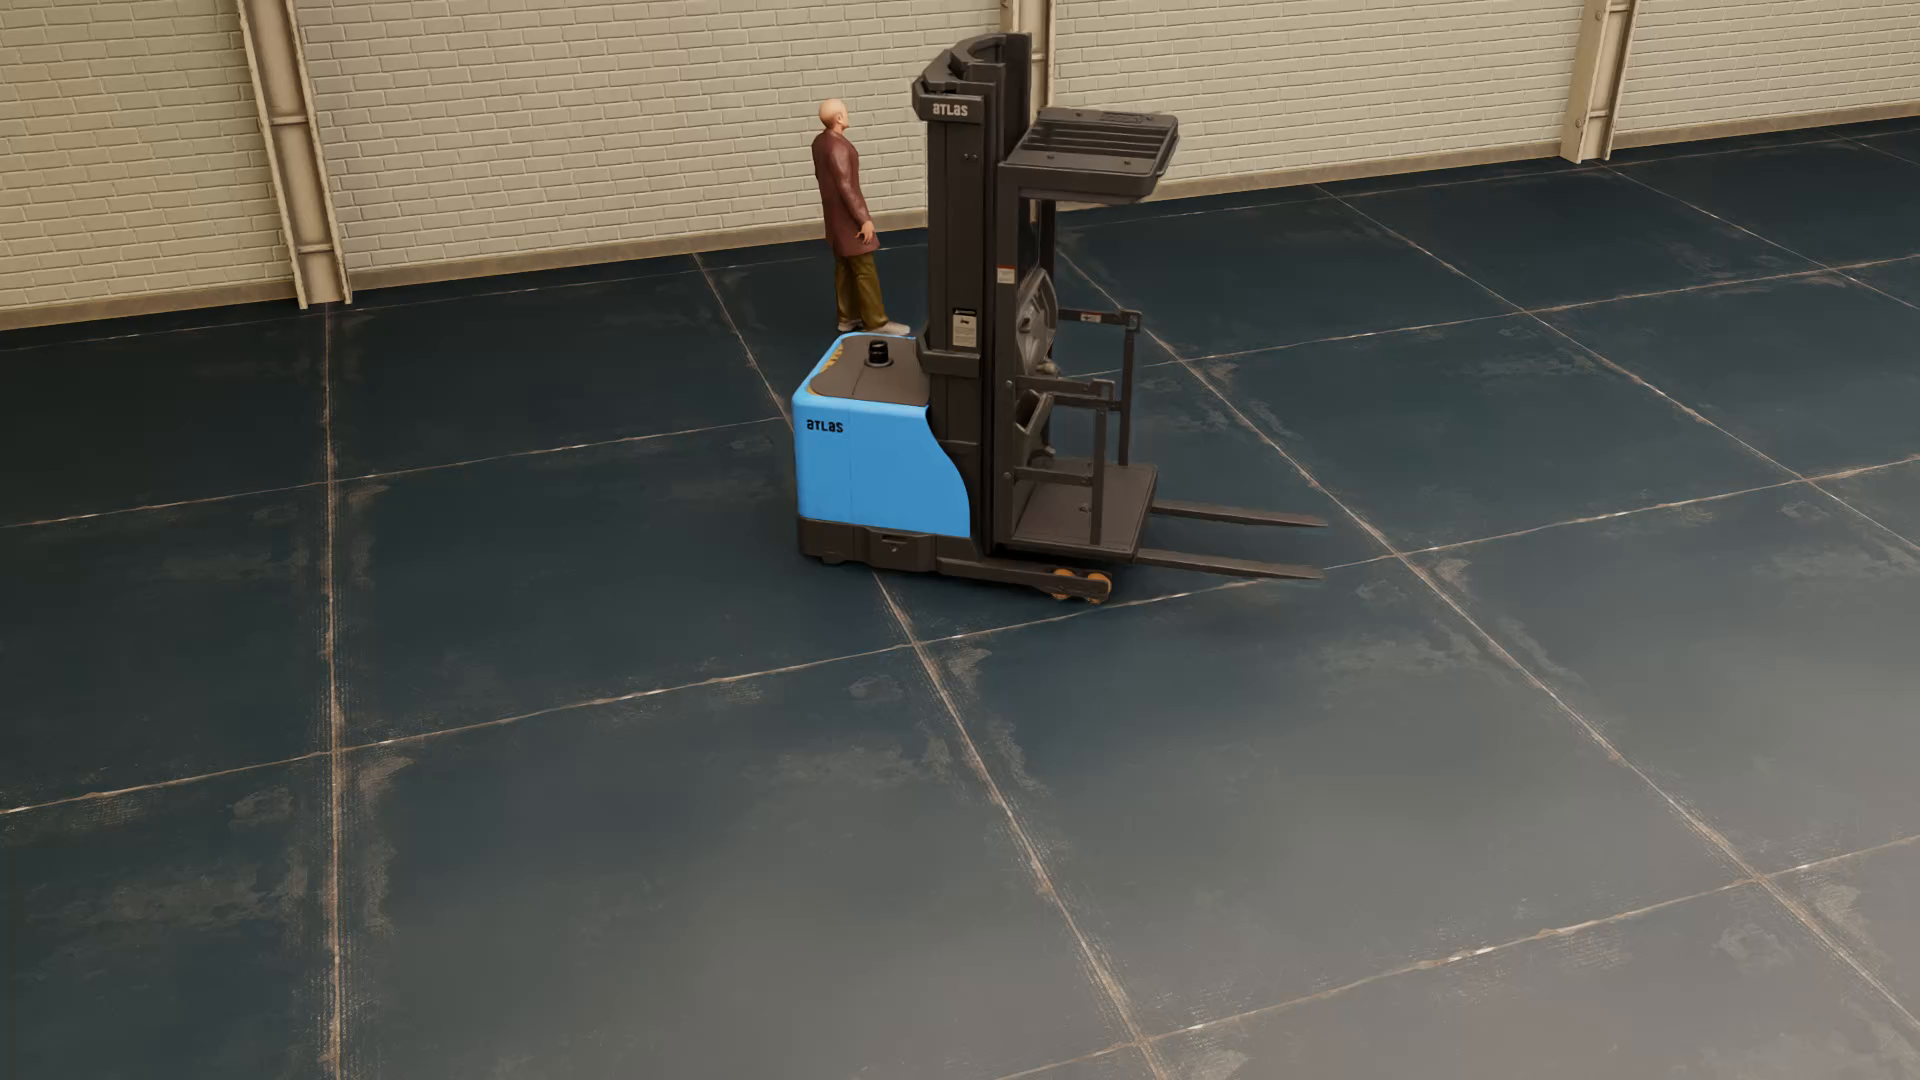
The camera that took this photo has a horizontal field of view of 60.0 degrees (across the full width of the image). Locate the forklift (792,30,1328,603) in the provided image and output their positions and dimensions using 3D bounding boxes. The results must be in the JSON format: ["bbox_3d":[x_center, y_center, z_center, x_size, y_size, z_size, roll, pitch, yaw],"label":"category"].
[{"bbox_3d":[0.614,-1.206,9.183,3.031,2.935,1.130,7,31,12],"label":"forklift"}]

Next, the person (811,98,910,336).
[{"bbox_3d":[-0.758,-2.418,12.434,0.583,1.776,0.696,-13,32,-21],"label":"person"}]
